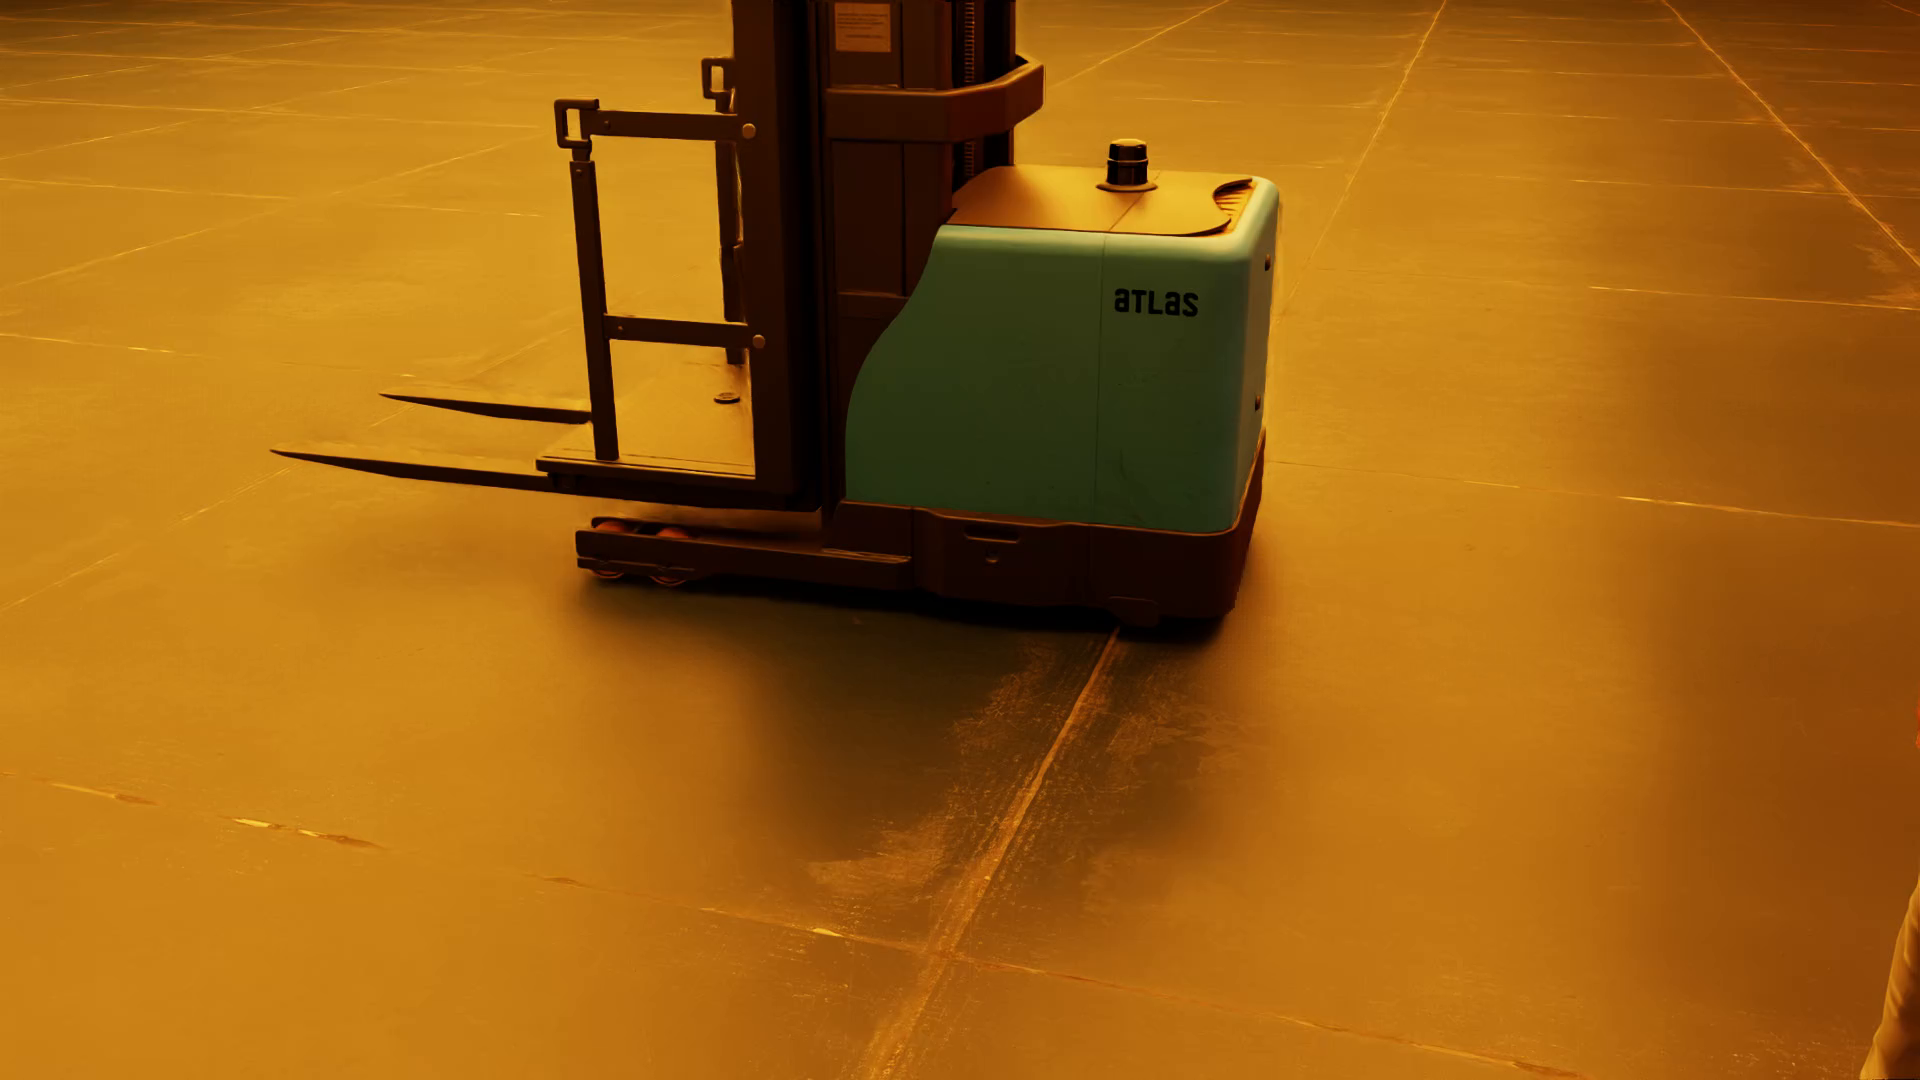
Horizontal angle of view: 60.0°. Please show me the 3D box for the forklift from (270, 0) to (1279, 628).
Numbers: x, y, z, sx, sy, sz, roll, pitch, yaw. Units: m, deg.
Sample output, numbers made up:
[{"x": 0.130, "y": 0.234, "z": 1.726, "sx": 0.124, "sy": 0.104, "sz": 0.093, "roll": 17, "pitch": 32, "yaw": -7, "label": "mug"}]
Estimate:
[{"x": -0.623, "y": -1.410, "z": 4.694, "sx": 3.031, "sy": 2.935, "sz": 1.130, "roll": 6, "pitch": 23, "yaw": 13, "label": "forklift"}]

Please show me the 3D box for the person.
[{"x": 1.593, "y": 0.248, "z": 2.314, "sx": 0.345, "sy": 1.689, "sz": 0.462, "roll": -18, "pitch": 29, "yaw": -37, "label": "person"}]
